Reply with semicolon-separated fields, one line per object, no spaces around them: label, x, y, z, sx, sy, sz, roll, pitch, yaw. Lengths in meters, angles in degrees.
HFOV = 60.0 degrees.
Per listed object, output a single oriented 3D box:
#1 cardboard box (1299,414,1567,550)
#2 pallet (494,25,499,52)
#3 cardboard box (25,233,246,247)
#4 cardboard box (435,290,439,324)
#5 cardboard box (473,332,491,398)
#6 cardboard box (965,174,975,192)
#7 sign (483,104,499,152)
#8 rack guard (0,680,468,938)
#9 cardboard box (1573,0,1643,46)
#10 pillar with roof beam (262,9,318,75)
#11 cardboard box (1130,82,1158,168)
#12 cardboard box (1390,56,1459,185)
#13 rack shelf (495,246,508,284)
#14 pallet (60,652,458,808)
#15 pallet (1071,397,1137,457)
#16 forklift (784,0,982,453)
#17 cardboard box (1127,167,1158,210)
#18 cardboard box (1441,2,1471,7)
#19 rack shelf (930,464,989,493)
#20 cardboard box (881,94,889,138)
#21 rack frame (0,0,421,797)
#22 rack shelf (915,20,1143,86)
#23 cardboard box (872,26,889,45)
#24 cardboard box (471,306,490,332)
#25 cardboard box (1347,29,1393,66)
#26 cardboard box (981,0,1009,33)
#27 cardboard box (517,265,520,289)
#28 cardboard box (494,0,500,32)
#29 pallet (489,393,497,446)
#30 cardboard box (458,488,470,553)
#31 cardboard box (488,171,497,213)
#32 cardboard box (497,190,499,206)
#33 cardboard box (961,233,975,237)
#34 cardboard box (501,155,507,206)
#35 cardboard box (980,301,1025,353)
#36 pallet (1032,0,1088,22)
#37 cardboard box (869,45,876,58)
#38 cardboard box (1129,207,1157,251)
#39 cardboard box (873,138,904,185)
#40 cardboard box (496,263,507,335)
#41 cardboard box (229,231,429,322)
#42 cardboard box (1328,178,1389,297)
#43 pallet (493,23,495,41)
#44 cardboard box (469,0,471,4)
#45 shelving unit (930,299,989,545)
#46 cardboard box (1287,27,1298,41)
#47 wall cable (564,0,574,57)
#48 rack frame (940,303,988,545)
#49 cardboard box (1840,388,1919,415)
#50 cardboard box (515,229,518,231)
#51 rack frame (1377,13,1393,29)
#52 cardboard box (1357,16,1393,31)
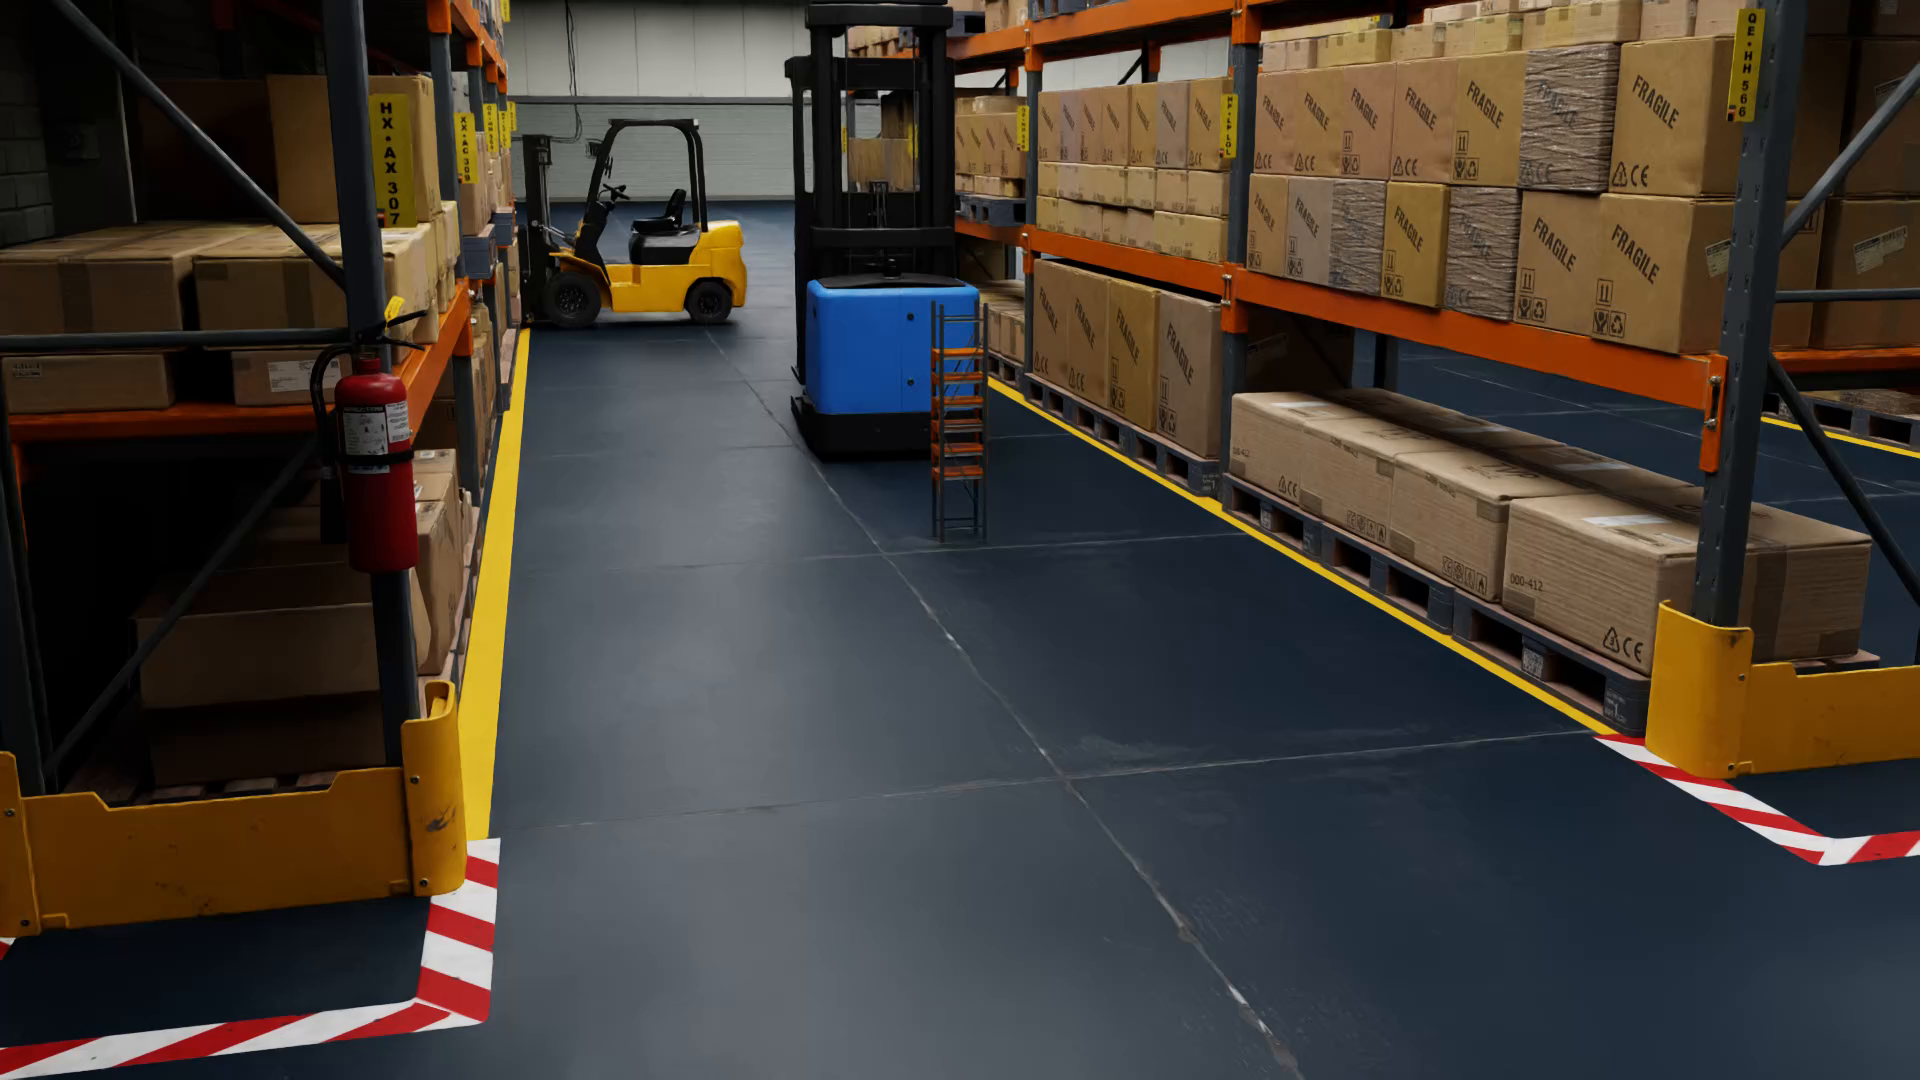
cardboard box;2.198;-0.292;7.816;0.875;0.438;0.875;-4;14;-15
pallet;-5.267;-5.148;17.046;1.003;0.211;1.213;-3;14;-13
cardboard box;-2.426;-0.772;4.955;0.500;0.250;0.500;-3;14;-13
cardboard box;-2.087;-0.818;5.986;0.380;0.149;0.250;-3;14;-12
cardboard box;-3.404;-1.123;11.087;0.500;0.500;0.500;-3;14;-14
cardboard box;0.258;-3.110;14.482;0.380;0.149;0.250;-4;14;-15
sign;-3.294;-2.892;11.670;0.100;0.325;0.005;-3;14;-13
rack guard;-1.958;0.707;4.480;1.175;0.500;0.348;-3;14;-13
cardboard box;2.379;-1.800;5.792;0.380;0.149;0.250;-3;14;-14
pillar with roof beam;-0.817;-5.740;12.961;9.100;9.000;0.400;-3;14;-13
cardboard box;1.366;-2.550;10.228;0.500;0.500;0.500;-3;14;-11
cardboard box;2.158;-1.749;6.947;0.500;0.500;0.500;-3;14;-14
rack shelf;-4.289;-2.447;13.639;1.077;0.370;4.000;-3;14;-13
pallet;-2.147;0.664;5.267;1.003;0.211;1.213;-3;14;-13
pallet;1.399;-0.791;11.221;1.003;0.211;1.213;-3;14;-13
forklift;-0.621;-2.273;11.554;1.130;2.935;3.031;-2;14;-10
cardboard box;1.352;-2.182;10.302;0.500;0.250;0.500;-3;14;-12
cardboard box;5.174;-5.318;16.773;0.500;0.250;0.500;-3;14;-13
rack shelf;-0.003;-0.310;8.366;0.258;0.103;0.180;-3;14;-13
cardboard box;-0.542;-5.031;19.757;0.700;0.500;0.500;-4;14;-15
rack frame;-1.941;-0.490;4.111;1.000;3.000;0.127;-3;14;-13
rack shelf;0.535;-4.182;14.419;1.077;0.370;4.000;-3;14;-13
cardboard box;-0.660;-5.502;17.998;0.500;0.250;0.500;-3;14;-12
cardboard box;-3.363;-1.479;11.176;0.380;0.149;0.250;-4;14;-16
cardboard box;1.976;-2.214;7.483;0.380;0.149;0.250;-4;14;-15
cardboard box;0.619;-4.470;13.867;0.797;0.503;0.637;-3;14;-13
cardboard box;-4.799;-2.731;17.139;0.500;0.250;0.500;-3;14;-14
cardboard box;-5.214;-5.609;17.438;0.700;0.500;0.500;-3;14;-13
pallet;-3.681;-0.806;11.283;1.003;0.211;1.213;-3;14;-13
cardboard box;-2.380;-0.094;7.367;0.396;0.266;0.258;-3;14;-11
cardboard box;-3.257;-2.241;10.711;0.500;0.250;0.500;-4;14;-16
cardboard box;-4.047;-2.733;13.609;0.500;0.250;0.500;-3;14;-11
cardboard box;0.218;-3.267;17.439;0.380;0.149;0.250;-3;14;-12
cardboard box;-4.609;-3.424;15.909;0.500;0.500;0.500;-4;14;-15
cardboard box;0.700;-1.841;14.294;0.950;0.372;0.625;-4;14;-14
pallet;1.207;-3.833;11.872;1.213;0.211;1.003;-3;14;-11
cardboard box;-0.805;-5.401;18.423;0.380;0.149;0.250;-3;14;-13
cardboard box;1.375;-1.942;10.370;0.500;0.250;0.500;-4;14;-15
cardboard box;-0.660;-4.173;18.350;0.500;0.500;0.500;-4;14;-14
cardboard box;-4.625;-2.189;15.184;0.875;0.625;0.625;-3;14;-11
cardboard box;-1.904;-0.797;5.060;0.500;0.250;0.500;-3;14;-13
cardboard box;2.024;-1.384;7.562;0.500;0.500;0.500;-3;14;-13
pallet;-4.984;-4.867;15.896;1.003;0.211;1.213;-3;14;-13
cardboard box;-3.344;-3.499;10.423;0.500;0.250;0.500;-3;14;-13
shelving unit;-0.003;-0.586;8.298;0.258;1.200;0.189;-3;14;-13
cardboard box;4.039;-5.898;19.363;0.380;0.149;0.250;-3;14;-13
wall cable;-10.233;-15.654;49.442;3.097;2.526;0.112;-3;14;-13
rack frame;0.018;-0.565;8.212;0.240;1.200;0.006;-3;14;-13
cardboard box;6.313;-1.136;11.137;0.500;0.500;0.500;-4;14;-14
cardboard box;-5.161;-3.328;18.533;0.500;0.250;0.500;-3;14;-12
rack frame;4.853;-6.749;17.091;1.000;3.000;0.127;-3;14;-13
cardboard box;4.457;-5.489;17.686;0.380;0.149;0.250;-3;14;-13
